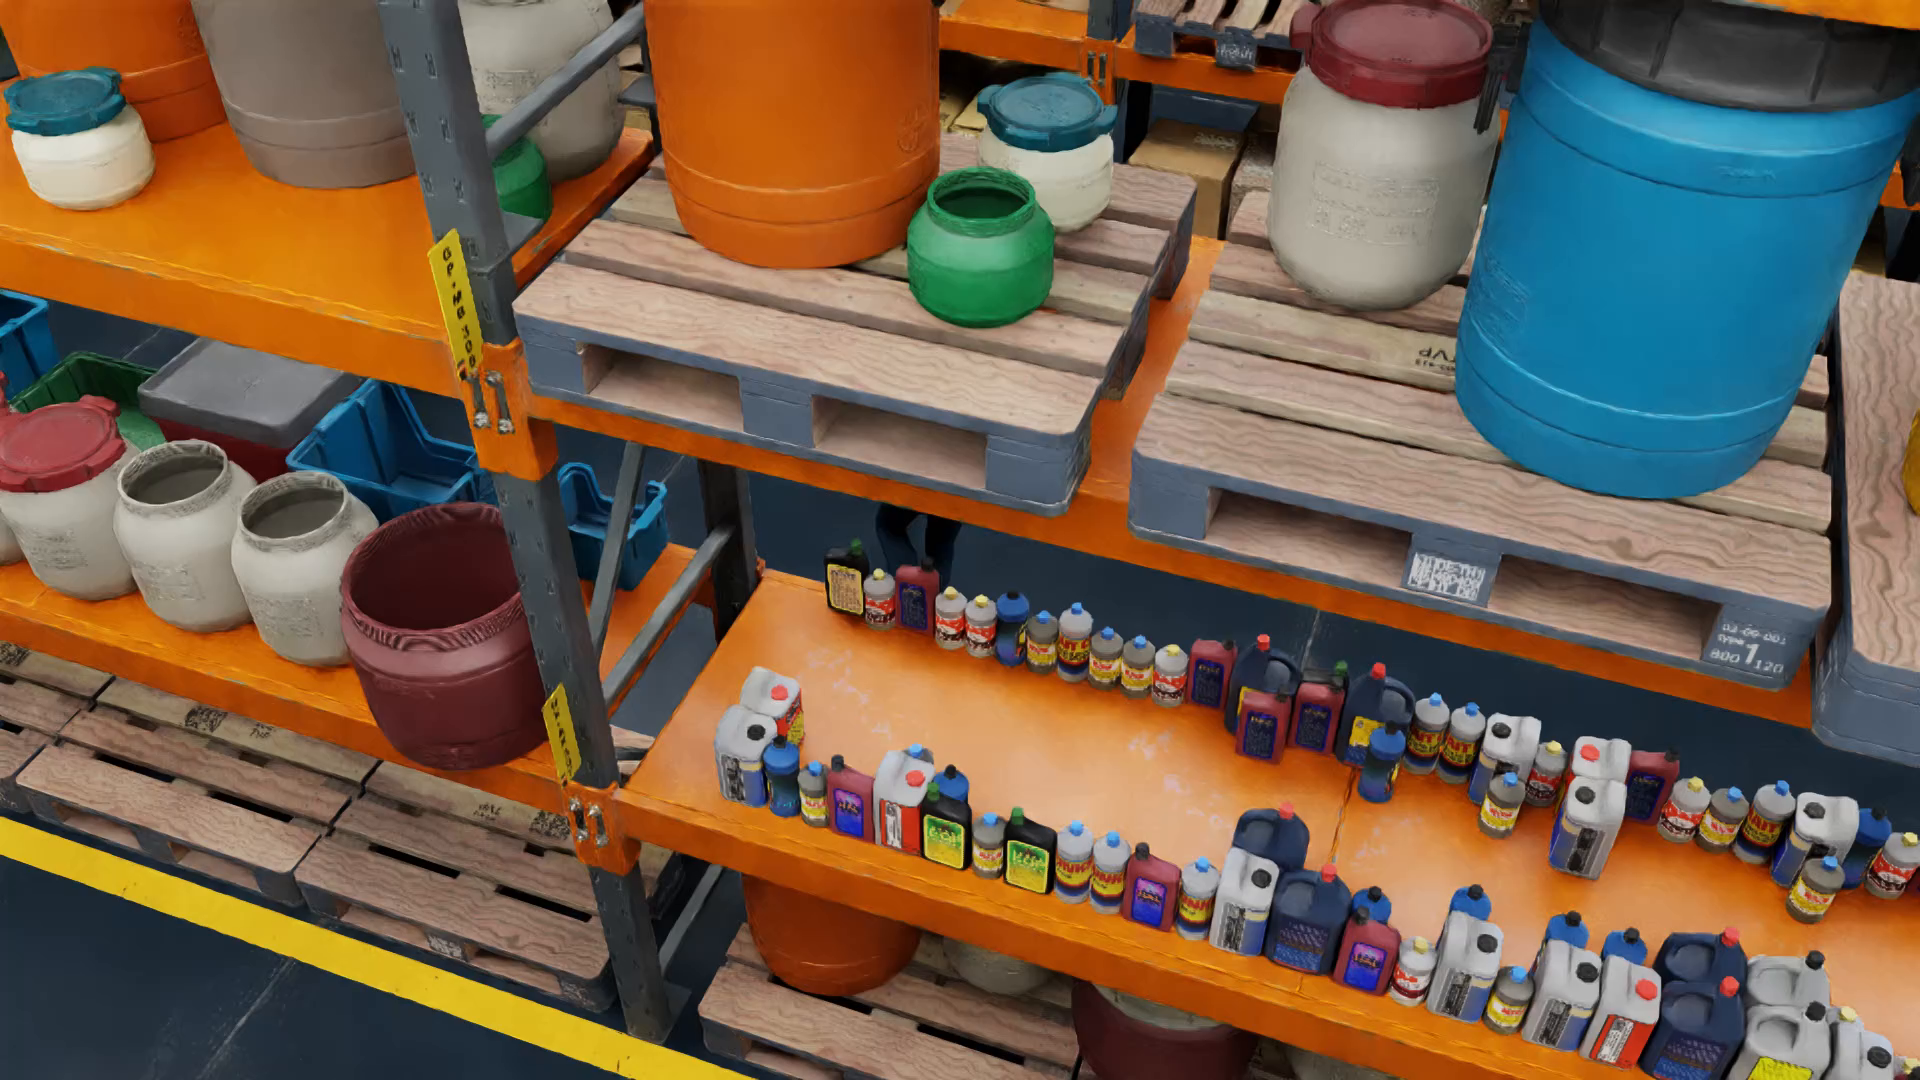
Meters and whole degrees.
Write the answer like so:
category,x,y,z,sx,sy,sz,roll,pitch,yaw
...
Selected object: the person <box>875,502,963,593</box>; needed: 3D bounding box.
category,x,y,z,sx,sy,sz,roll,pitch,yaw
person,-0.072,-0.188,6.400,0.461,1.556,0.447,-11,43,-12
